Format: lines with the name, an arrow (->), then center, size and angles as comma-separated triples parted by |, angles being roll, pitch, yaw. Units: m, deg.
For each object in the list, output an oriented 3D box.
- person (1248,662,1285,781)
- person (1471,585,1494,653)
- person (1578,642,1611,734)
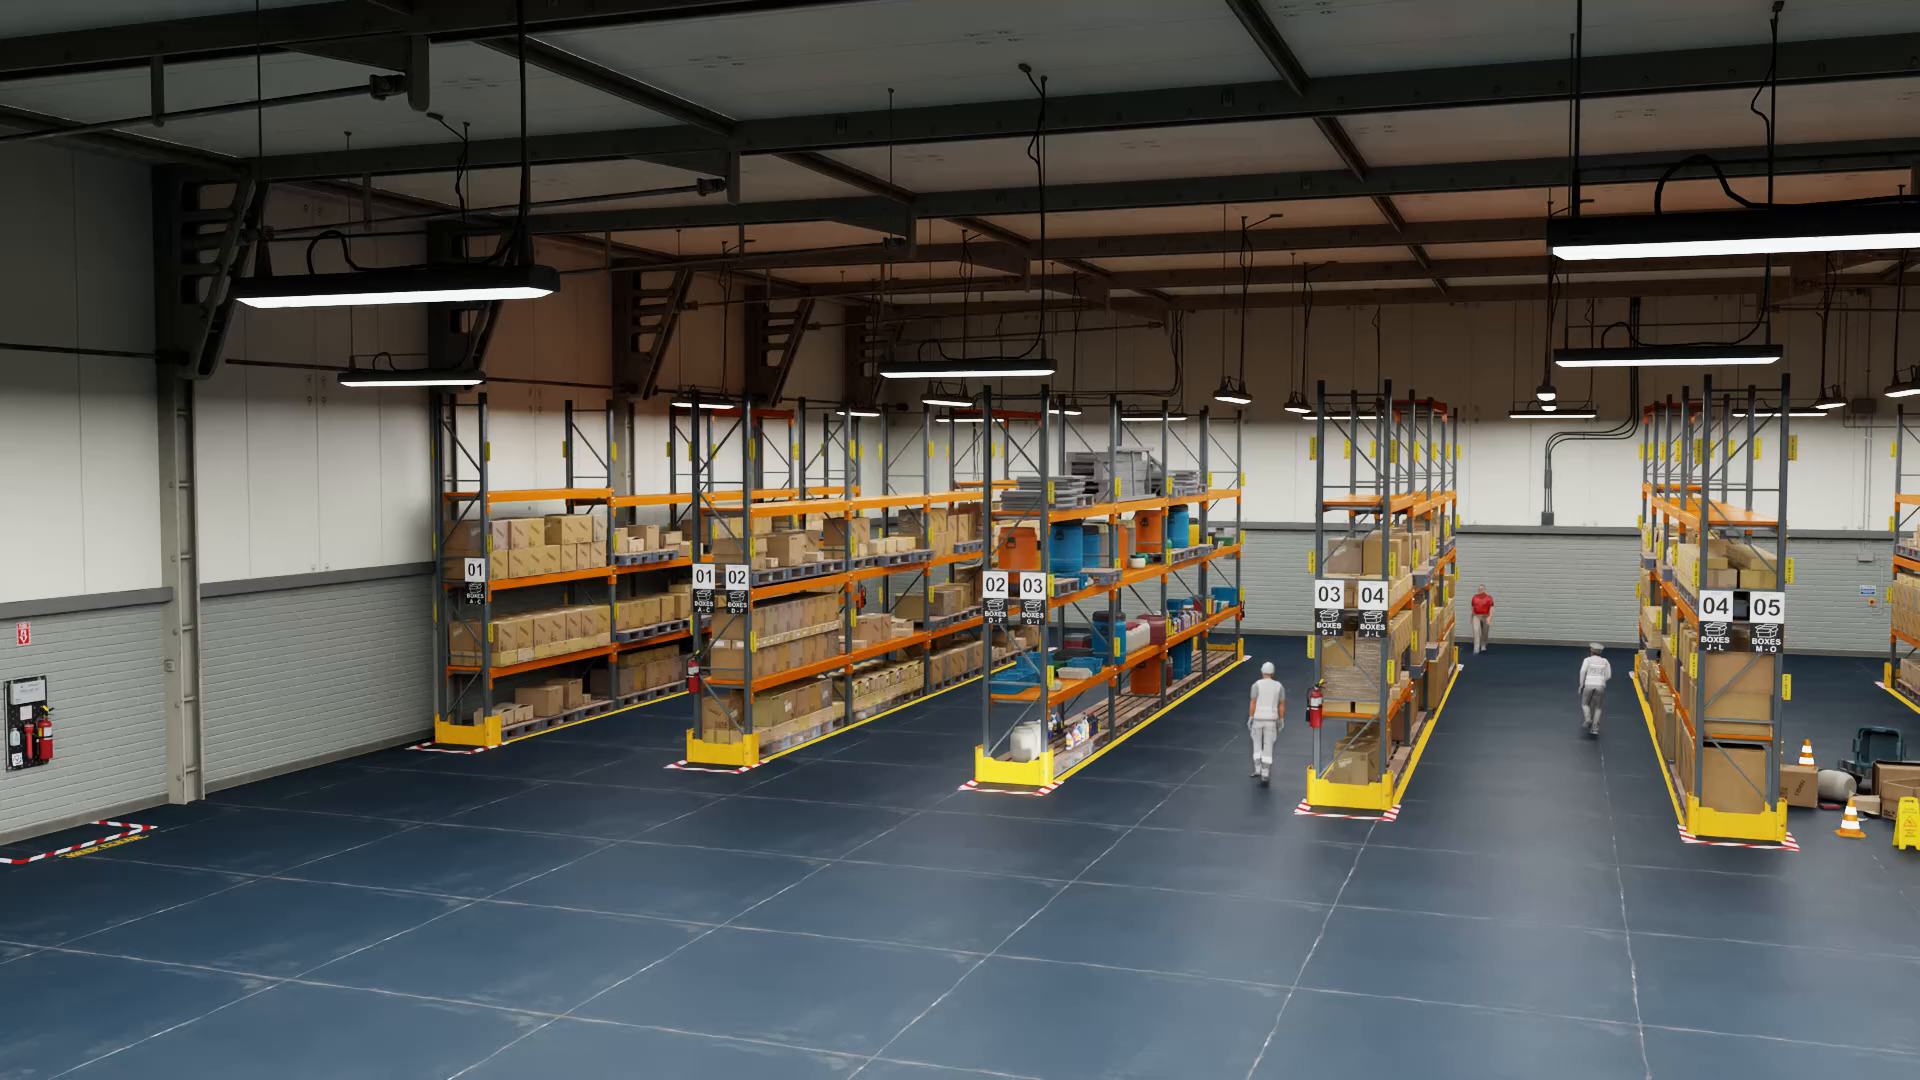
person -> 4.666, 2.780, 25.331 | 0.548, 1.825, 0.543 | 1, 3, 13
person -> 12.949, 1.947, 41.192 | 0.515, 1.659, 1.062 | 1, 3, 11
person -> 11.331, 2.638, 29.695 | 0.532, 1.580, 0.705 | 1, 3, 21
